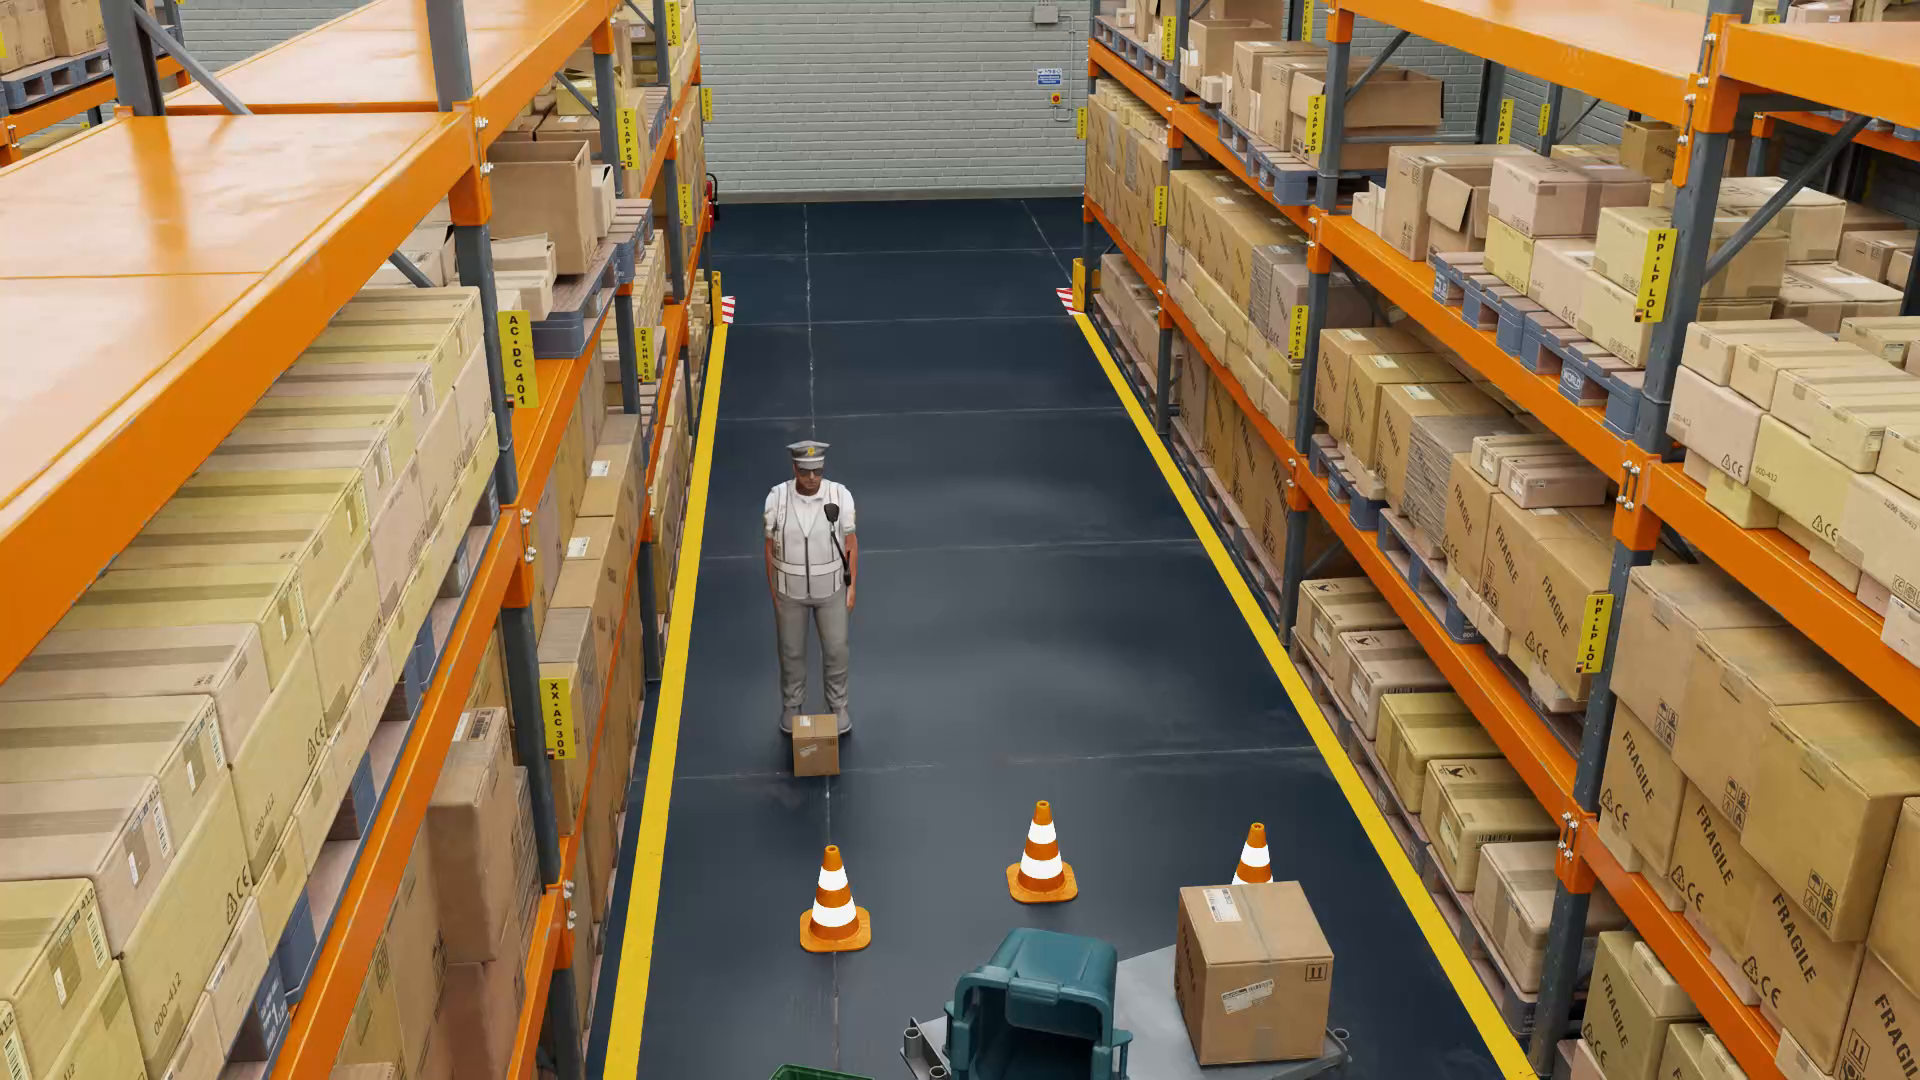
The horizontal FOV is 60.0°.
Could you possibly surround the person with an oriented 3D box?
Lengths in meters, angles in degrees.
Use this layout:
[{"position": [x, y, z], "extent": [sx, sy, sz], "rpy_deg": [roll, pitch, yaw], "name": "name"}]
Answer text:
[{"position": [-0.839, 0.264, 9.479], "extent": [0.527, 1.761, 0.394], "rpy_deg": [-2, 24, -4], "name": "person"}]
